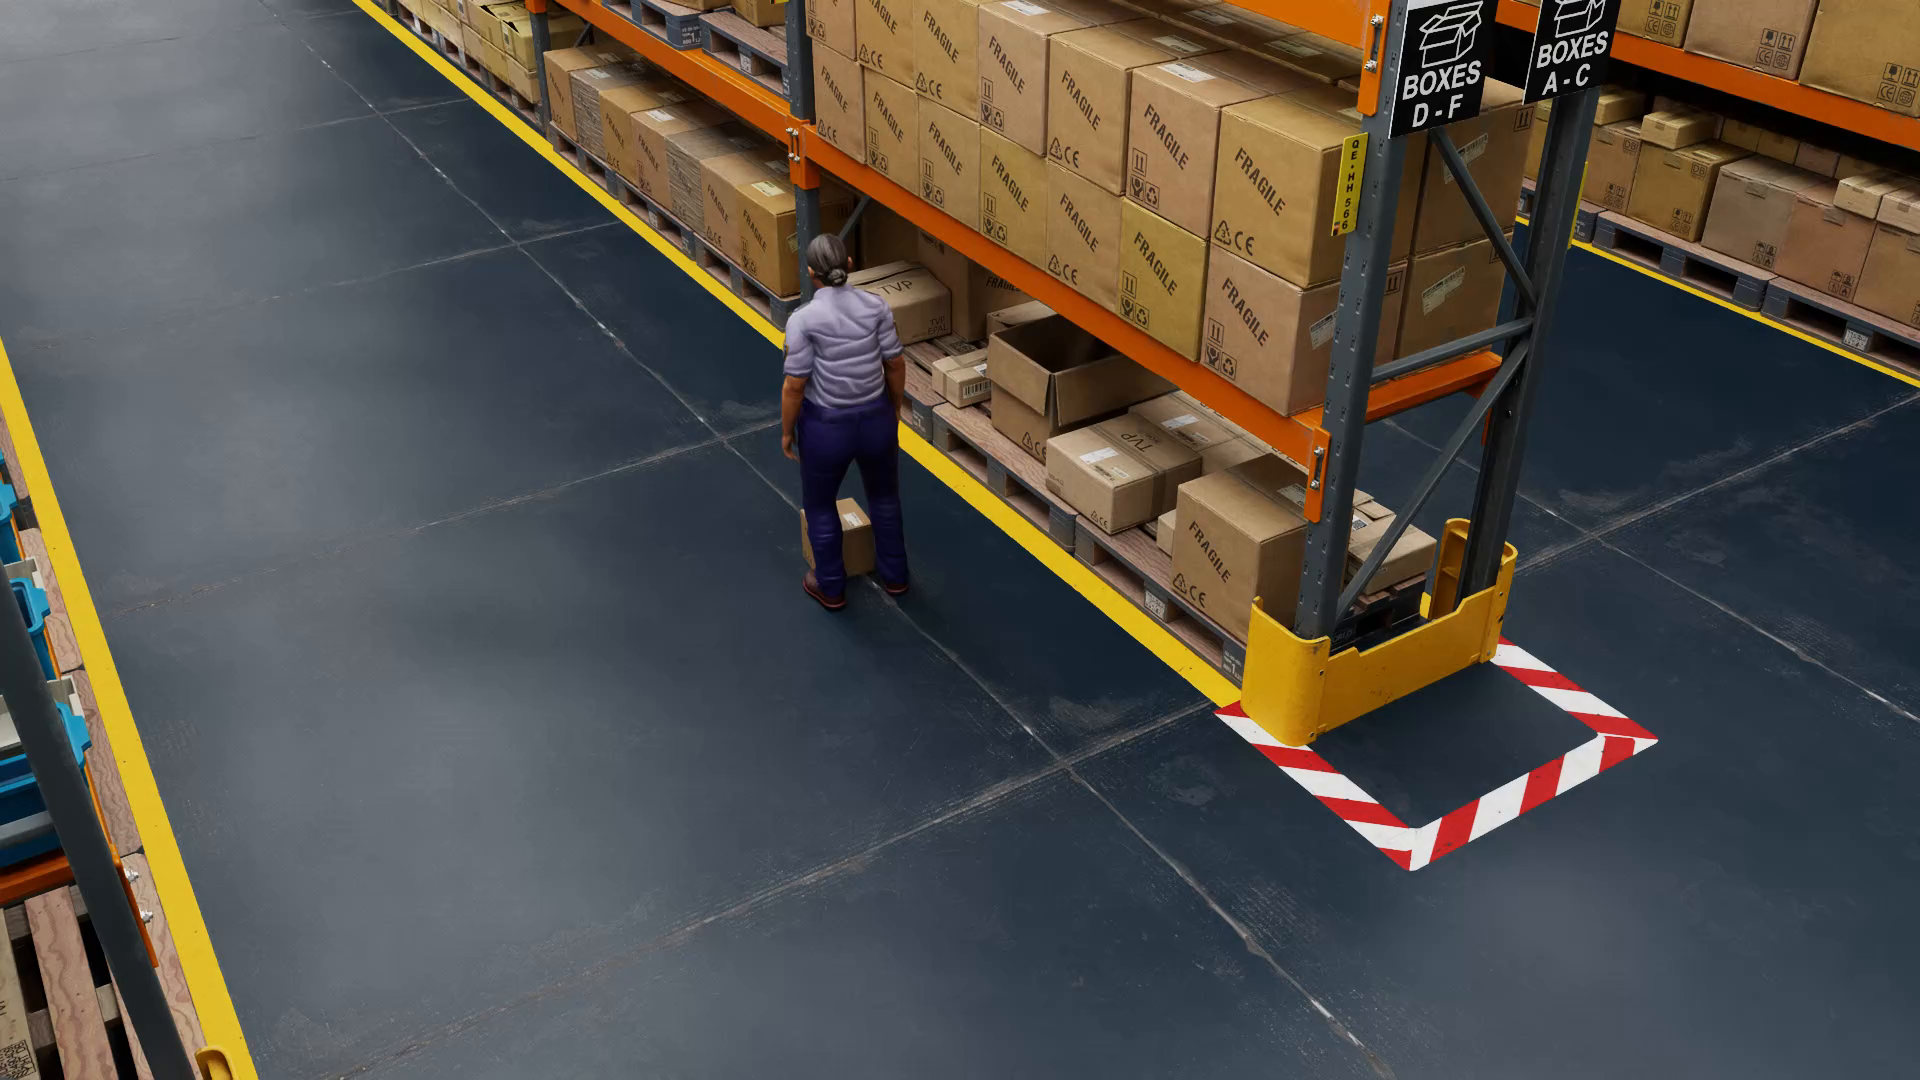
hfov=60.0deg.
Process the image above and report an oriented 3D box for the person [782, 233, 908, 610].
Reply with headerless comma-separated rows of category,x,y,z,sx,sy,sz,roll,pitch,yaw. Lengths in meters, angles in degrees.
person,-0.462,-0.467,6.869,0.562,1.653,0.364,-13,35,-19
